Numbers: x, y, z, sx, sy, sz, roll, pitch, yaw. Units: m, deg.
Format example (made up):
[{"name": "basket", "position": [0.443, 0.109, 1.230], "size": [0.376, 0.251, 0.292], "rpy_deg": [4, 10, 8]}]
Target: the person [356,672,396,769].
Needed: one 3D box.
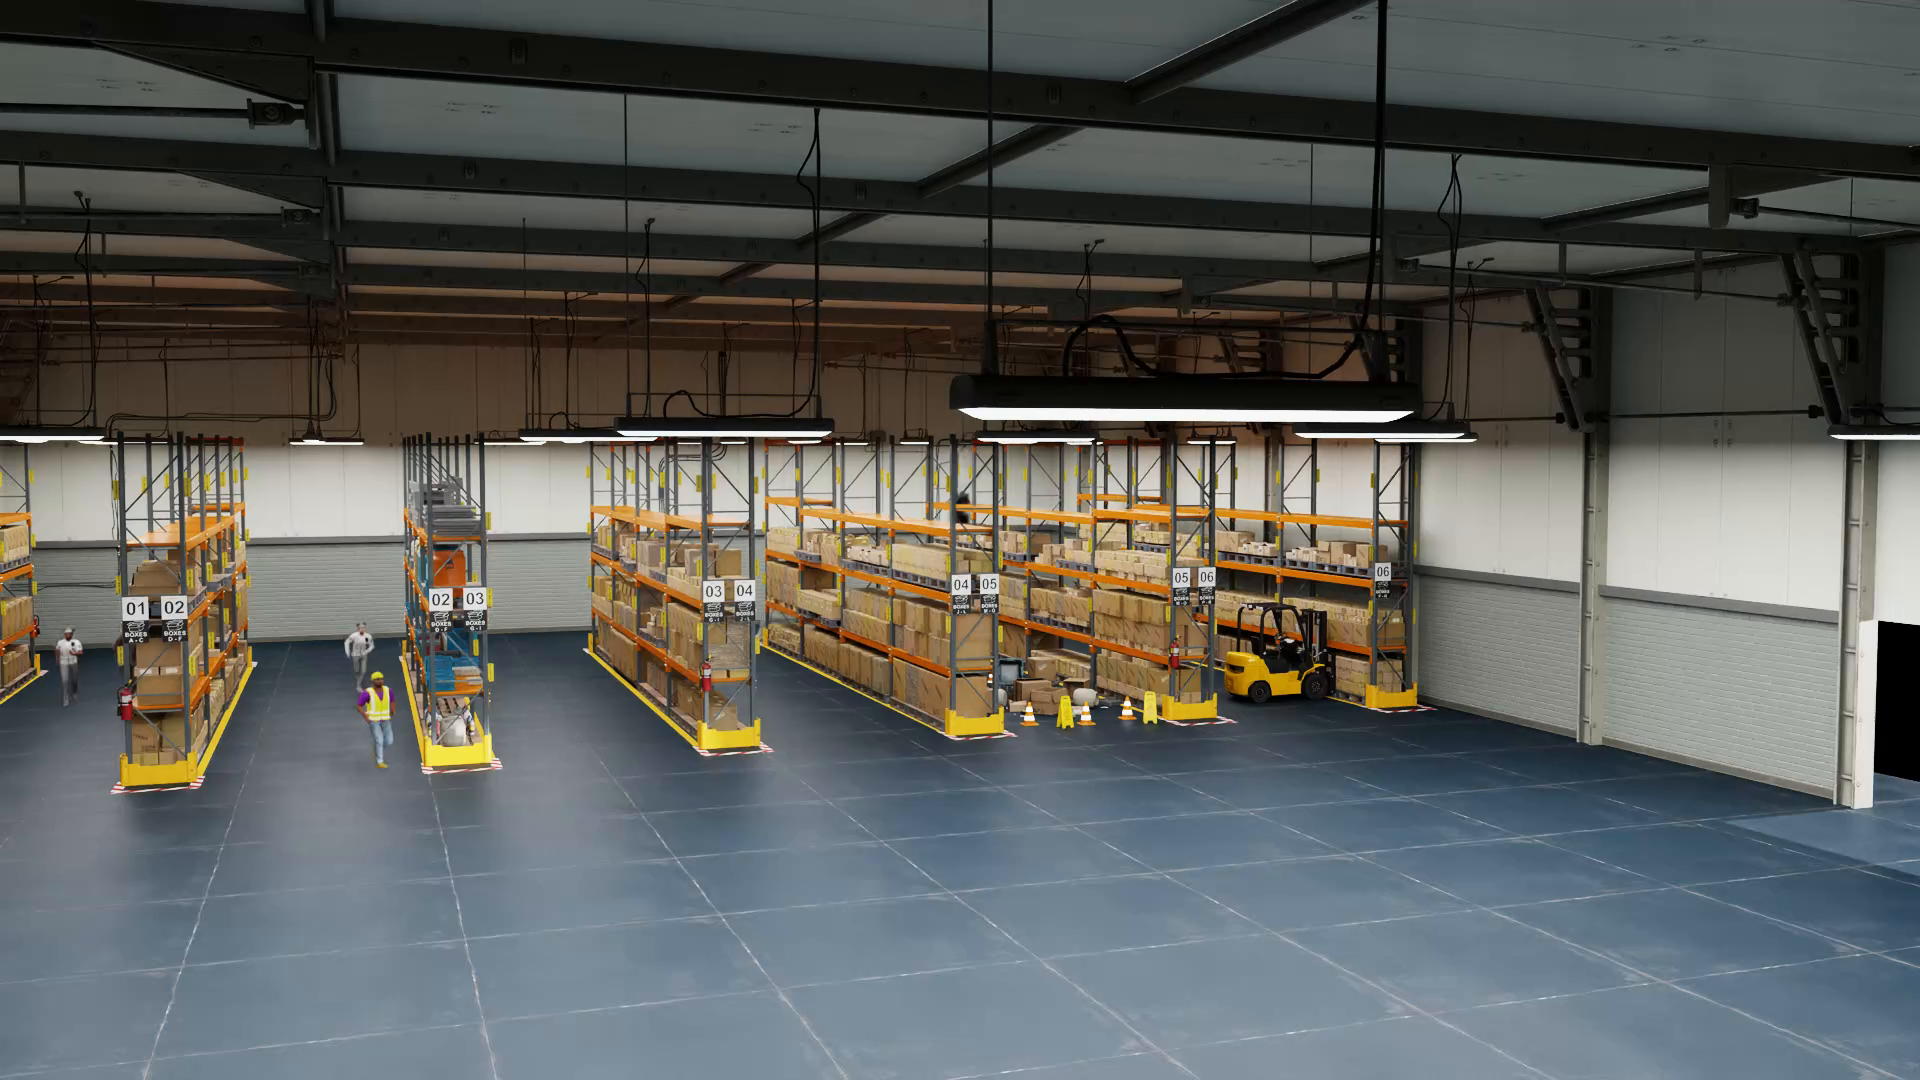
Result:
[{"name": "person", "position": [-10.409, 3.211, 29.723], "size": [0.700, 1.725, 0.607], "rpy_deg": [-3, 4, -42]}]

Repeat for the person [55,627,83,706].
[{"name": "person", "position": [-19.926, 2.794, 37.187], "size": [0.568, 1.704, 0.921], "rpy_deg": [-2, 4, -26]}]

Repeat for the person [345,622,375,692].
[{"name": "person", "position": [-14.148, 2.748, 39.209], "size": [0.653, 1.650, 0.642], "rpy_deg": [-1, 3, -23]}]

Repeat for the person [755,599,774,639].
[{"name": "person", "position": [-5.714, 2.151, 49.472], "size": [0.898, 1.631, 0.614], "rpy_deg": [-1, 3, -11]}]

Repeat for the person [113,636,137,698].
[{"name": "person", "position": [-18.716, 2.796, 37.563], "size": [0.719, 1.771, 0.985], "rpy_deg": [-1, 3, -19]}]
